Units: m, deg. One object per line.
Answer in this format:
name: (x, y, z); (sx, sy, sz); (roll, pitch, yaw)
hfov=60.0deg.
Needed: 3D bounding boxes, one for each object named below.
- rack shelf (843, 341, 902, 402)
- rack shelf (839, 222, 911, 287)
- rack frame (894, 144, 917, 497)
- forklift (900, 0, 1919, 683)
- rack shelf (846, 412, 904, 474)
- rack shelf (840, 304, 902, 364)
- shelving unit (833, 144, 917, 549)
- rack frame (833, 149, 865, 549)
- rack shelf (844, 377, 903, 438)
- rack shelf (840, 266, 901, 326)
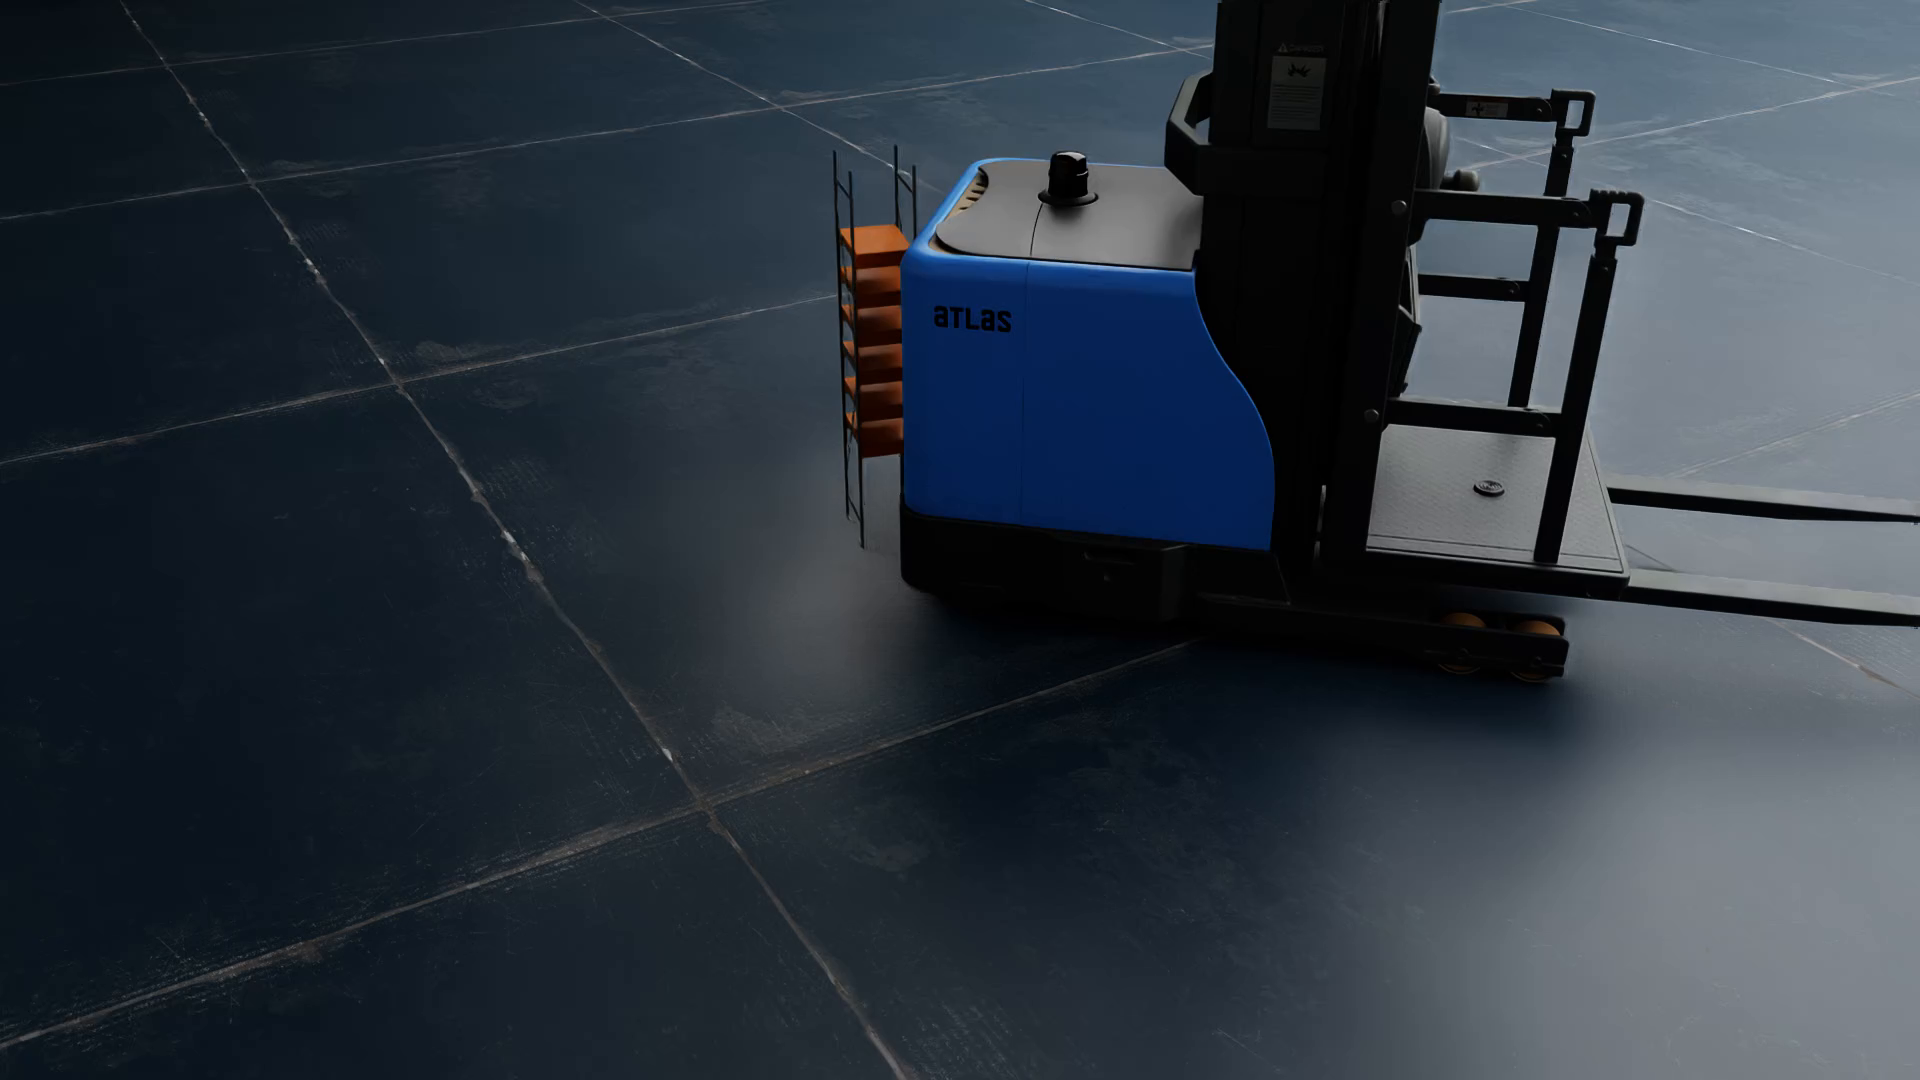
rack shelf: (-0.246, -0.525, 5.052); (0.180, 0.103, 0.258); (-8, 30, -14)
rack shelf: (-0.246, -0.841, 4.878); (0.180, 0.103, 0.258); (-8, 30, -14)
rack frame: (-0.158, -0.576, 5.052); (0.006, 1.200, 0.240); (-8, 30, -14)
forklift: (1.397, -1.175, 4.346); (3.031, 2.935, 1.130); (6, 29, 11)
rack shelf: (-0.246, -0.315, 5.167); (0.180, 0.103, 0.258); (-8, 30, -14)
rack shelf: (-0.246, -0.631, 4.994); (0.180, 0.103, 0.258); (-8, 30, -14)
shelving unit: (-0.246, -0.564, 5.030); (0.189, 1.200, 0.258); (-8, 30, -14)
rack frame: (-0.334, -0.552, 5.009); (0.006, 1.200, 0.240); (-8, 30, -14)
rack shelf: (-0.246, -0.420, 5.110); (0.180, 0.103, 0.258); (-8, 30, -14)
rack shelf: (-0.246, -0.736, 4.936); (0.180, 0.103, 0.258); (-8, 30, -14)
